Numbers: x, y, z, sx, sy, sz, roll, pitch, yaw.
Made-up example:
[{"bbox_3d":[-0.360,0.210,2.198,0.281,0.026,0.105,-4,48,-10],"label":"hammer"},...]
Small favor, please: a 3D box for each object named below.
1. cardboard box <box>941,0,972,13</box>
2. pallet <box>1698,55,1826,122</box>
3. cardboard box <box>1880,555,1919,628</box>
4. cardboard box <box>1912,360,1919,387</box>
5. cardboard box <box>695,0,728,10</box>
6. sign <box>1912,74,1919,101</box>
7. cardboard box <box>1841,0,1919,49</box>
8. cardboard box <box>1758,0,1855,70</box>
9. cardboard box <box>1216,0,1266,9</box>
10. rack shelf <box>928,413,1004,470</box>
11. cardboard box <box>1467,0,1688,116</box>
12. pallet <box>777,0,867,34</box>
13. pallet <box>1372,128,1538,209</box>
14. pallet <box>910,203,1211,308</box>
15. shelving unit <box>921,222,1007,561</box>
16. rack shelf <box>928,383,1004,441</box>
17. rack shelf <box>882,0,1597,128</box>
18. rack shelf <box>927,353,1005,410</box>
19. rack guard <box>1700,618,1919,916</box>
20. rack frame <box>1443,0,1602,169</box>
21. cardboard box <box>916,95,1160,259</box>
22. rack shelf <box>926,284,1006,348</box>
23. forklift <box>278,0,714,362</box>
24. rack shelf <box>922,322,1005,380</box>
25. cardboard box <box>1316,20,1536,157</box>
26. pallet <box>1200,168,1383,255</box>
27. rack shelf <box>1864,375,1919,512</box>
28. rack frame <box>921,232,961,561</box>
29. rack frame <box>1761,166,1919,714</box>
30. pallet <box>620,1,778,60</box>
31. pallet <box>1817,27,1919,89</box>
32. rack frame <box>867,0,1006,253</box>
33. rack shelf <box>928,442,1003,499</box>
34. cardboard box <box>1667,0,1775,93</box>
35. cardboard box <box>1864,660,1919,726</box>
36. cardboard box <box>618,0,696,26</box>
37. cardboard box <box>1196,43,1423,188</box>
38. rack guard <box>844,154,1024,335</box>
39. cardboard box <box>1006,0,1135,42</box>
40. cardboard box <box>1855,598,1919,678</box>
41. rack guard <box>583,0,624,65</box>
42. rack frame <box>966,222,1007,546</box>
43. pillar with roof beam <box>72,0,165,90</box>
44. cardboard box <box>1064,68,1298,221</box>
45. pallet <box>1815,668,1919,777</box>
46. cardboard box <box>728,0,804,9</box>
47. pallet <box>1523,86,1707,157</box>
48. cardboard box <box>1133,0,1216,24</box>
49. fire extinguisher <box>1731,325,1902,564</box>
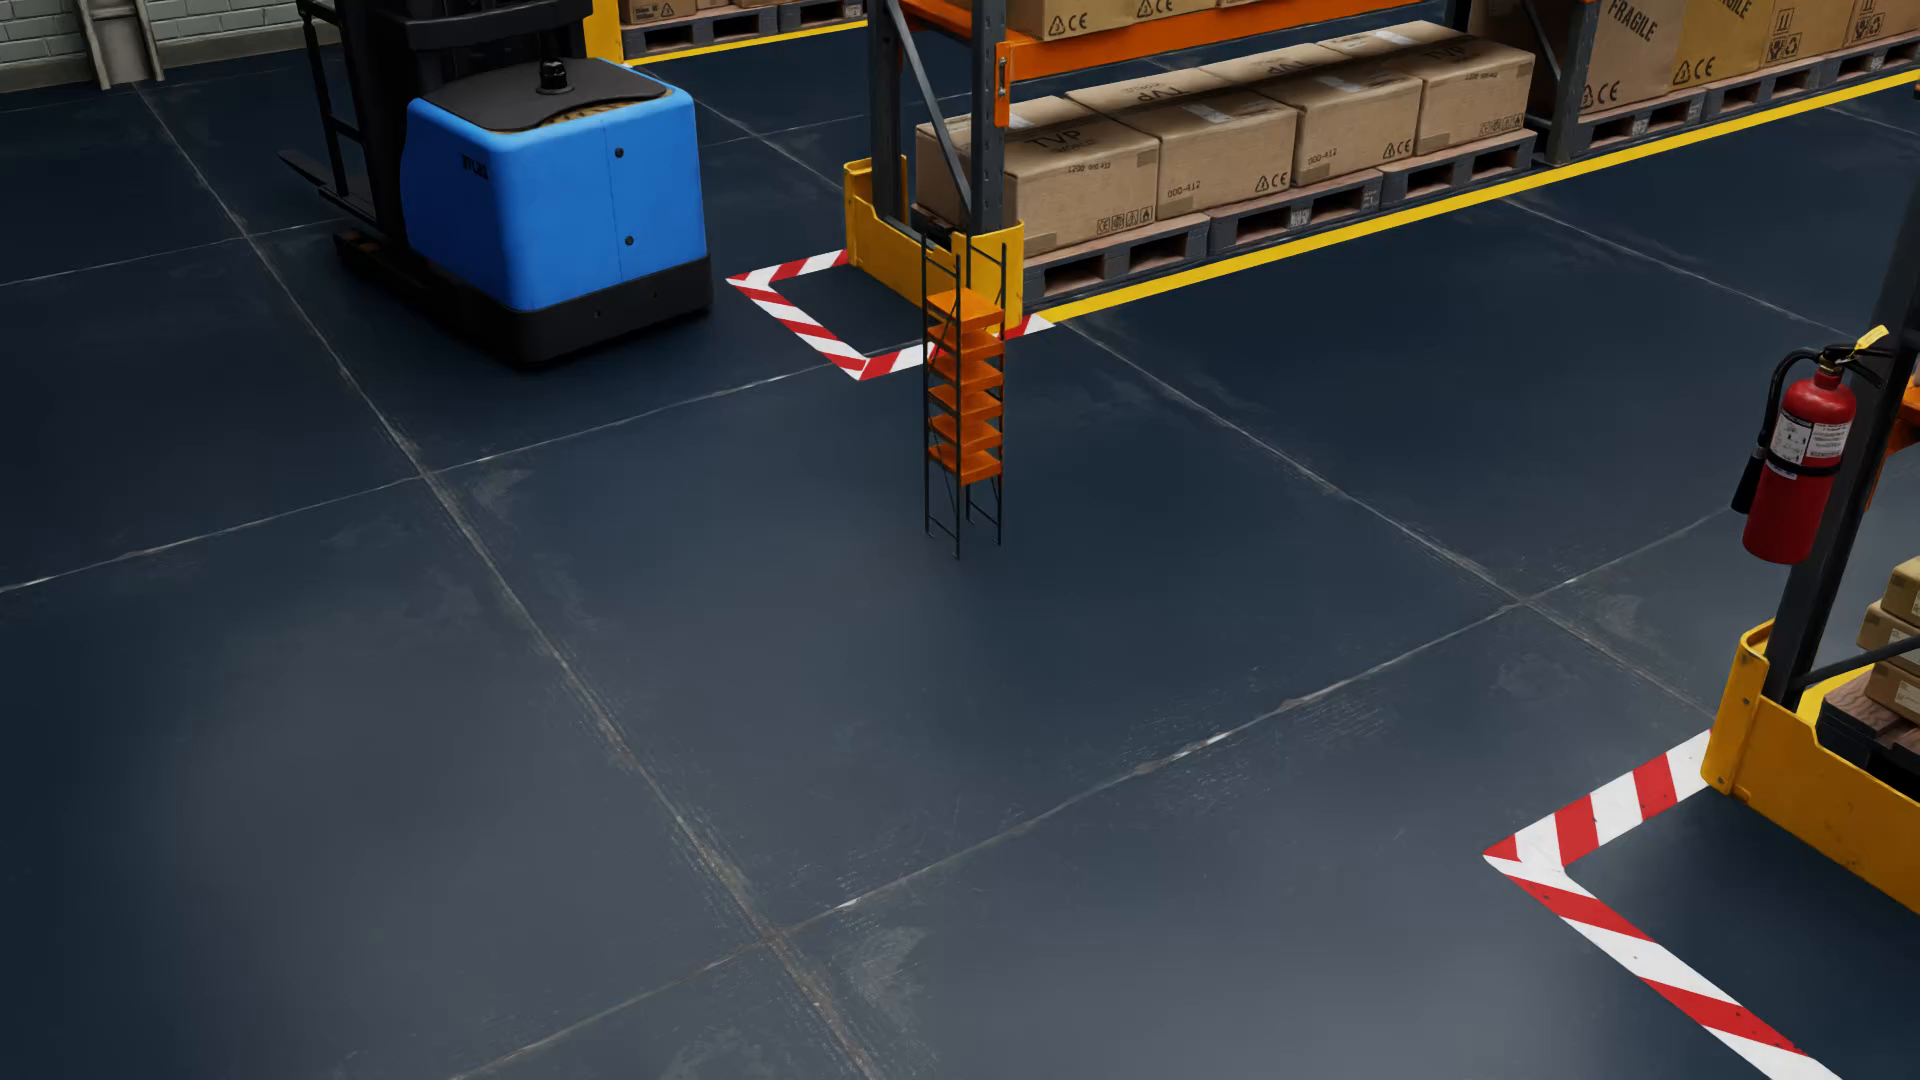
[{"bbox_3d":[0.140,-2.809,7.798,0.500,0.500,0.500,-19,37,-27],"label":"cardboard box"},{"bbox_3d":[4.874,-3.097,10.962,1.213,0.211,1.003,-19,37,-27],"label":"pallet"},{"bbox_3d":[2.953,0.191,4.856,0.250,0.149,0.380,-19,37,-27],"label":"cardboard box"},{"bbox_3d":[2.766,-0.433,4.361,0.250,0.149,0.380,-19,37,-27],"label":"cardboard box"},{"bbox_3d":[-1.871,-3.945,11.971,0.250,0.149,0.380,-21,38,-29],"label":"cardboard box"},{"bbox_3d":[2.361,-1.196,3.954,0.005,0.325,0.100,-19,37,-27],"label":"sign"},{"bbox_3d":[5.977,-3.938,11.279,0.875,0.875,0.875,-19,37,-28],"label":"cardboard box"},{"bbox_3d":[5.225,-3.682,10.873,0.875,0.875,0.875,-19,37,-27],"label":"cardboard box"},{"bbox_3d":[1.285,-2.859,7.877,0.500,0.500,0.500,-19,37,-28],"label":"cardboard box"},{"bbox_3d":[0.012,-0.373,6.024,0.180,0.103,0.258,-19,37,-27],"label":"rack shelf"},{"bbox_3d":[3.718,-3.159,10.045,0.875,0.875,0.875,-18,36,-26],"label":"cardboard box"},{"bbox_3d":[-1.056,-4.158,12.643,1.213,0.211,1.003,-19,37,-27],"label":"pallet"},{"bbox_3d":[2.559,-2.301,9.700,1.213,0.211,1.003,-19,37,-27],"label":"pallet"},{"bbox_3d":[0.508,-1.596,8.582,1.213,0.211,1.003,-19,37,-27],"label":"pallet"},{"bbox_3d":[0.012,-0.512,5.937,0.189,1.200,0.258,-19,37,-27],"label":"shelving unit"},{"bbox_3d":[0.012,-0.474,5.960,0.180,0.103,0.258,-19,37,-27],"label":"rack shelf"},{"bbox_3d":[1.559,-2.783,8.524,4.000,0.370,1.077,-19,37,-27],"label":"rack shelf"},{"bbox_3d":[0.012,-0.576,5.896,0.180,0.103,0.258,-19,37,-27],"label":"rack shelf"},{"bbox_3d":[2.709,0.717,4.645,0.348,0.500,1.175,-19,37,-27],"label":"rack guard"},{"bbox_3d":[3.240,-3.665,9.249,0.127,3.000,1.000,-19,37,-27],"label":"rack frame"},{"bbox_3d":[0.379,-1.839,8.361,0.875,0.438,0.875,-20,38,-29],"label":"cardboard box"},{"bbox_3d":[0.012,-0.779,5.768,0.180,0.103,0.258,-19,37,-27],"label":"rack shelf"},{"bbox_3d":[-2.534,-2.730,7.830,1.130,2.935,3.031,-26,40,-35],"label":"forklift"},{"bbox_3d":[0.012,-0.677,5.832,0.180,0.103,0.258,-19,37,-27],"label":"rack shelf"},{"bbox_3d":[2.654,-2.626,9.609,0.875,0.438,0.875,-20,37,-28],"label":"cardboard box"},{"bbox_3d":[1.532,-1.946,9.137,1.213,0.211,1.003,-19,37,-27],"label":"pallet"},{"bbox_3d":[4.326,-0.592,5.052,4.000,0.370,1.077,-19,37,-27],"label":"rack shelf"},{"bbox_3d":[-0.065,-0.485,5.895,0.006,1.200,0.240,-19,37,-27],"label":"rack frame"},{"bbox_3d":[2.645,-0.318,3.943,0.127,3.000,1.000,-19,37,-27],"label":"rack frame"},{"bbox_3d":[-2.081,-3.807,12.088,1.213,0.211,1.003,-19,37,-27],"label":"pallet"},{"bbox_3d":[5.899,-3.448,11.518,1.213,0.211,1.003,-19,37,-27],"label":"pallet"},{"bbox_3d":[-0.122,-2.509,7.416,0.127,3.000,1.000,-19,37,-27],"label":"rack frame"},{"bbox_3d":[0.012,-0.271,6.088,0.180,0.103,0.258,-19,37,-27],"label":"rack shelf"},{"bbox_3d":[4.473,-3.424,10.464,0.875,0.875,0.875,-18,36,-26],"label":"cardboard box"},{"bbox_3d":[2.975,0.464,4.981,0.250,0.149,0.380,-18,37,-26],"label":"cardboard box"},{"bbox_3d":[-2.249,-3.990,11.710,0.637,0.503,0.797,-21,38,-29],"label":"cardboard box"},{"bbox_3d":[1.902,-2.367,9.198,0.875,0.438,0.875,-20,37,-29],"label":"cardboard box"},{"bbox_3d":[-0.142,-1.445,8.072,0.348,0.500,1.175,-19,37,-27],"label":"rack guard"},{"bbox_3d":[0.437,-2.561,7.405,0.500,0.500,0.500,-19,37,-28],"label":"cardboard box"},{"bbox_3d":[2.934,0.303,4.957,0.250,0.149,0.380,-20,37,-29],"label":"cardboard box"},{"bbox_3d":[-2.750,-3.698,11.644,0.348,0.500,1.175,-19,37,-27],"label":"rack guard"},{"bbox_3d":[0.089,-0.538,5.978,0.006,1.200,0.240,-19,37,-27],"label":"rack frame"},{"bbox_3d":[-3.236,-4.965,5.687,0.400,9.000,9.100,-19,37,-27],"label":"pillar with roof beam"},{"bbox_3d":[1.143,-2.107,8.786,0.875,0.438,0.875,-18,36,-26],"label":"cardboard box"},{"bbox_3d":[3.411,0.620,5.069,1.213,0.211,1.003,-19,37,-27],"label":"pallet"},{"bbox_3d":[-1.509,-4.218,12.075,0.500,0.500,0.700,-17,36,-25],"label":"cardboard box"},{"bbox_3d":[3.848,-2.743,10.400,1.213,0.211,1.003,-19,37,-27],"label":"pallet"},{"bbox_3d":[0.847,-2.720,7.657,0.500,0.500,0.500,-20,37,-28],"label":"cardboard box"},{"bbox_3d":[2.183,-0.262,4.276,0.183,0.674,0.296,-19,37,-27],"label":"fire extinguisher"}]
